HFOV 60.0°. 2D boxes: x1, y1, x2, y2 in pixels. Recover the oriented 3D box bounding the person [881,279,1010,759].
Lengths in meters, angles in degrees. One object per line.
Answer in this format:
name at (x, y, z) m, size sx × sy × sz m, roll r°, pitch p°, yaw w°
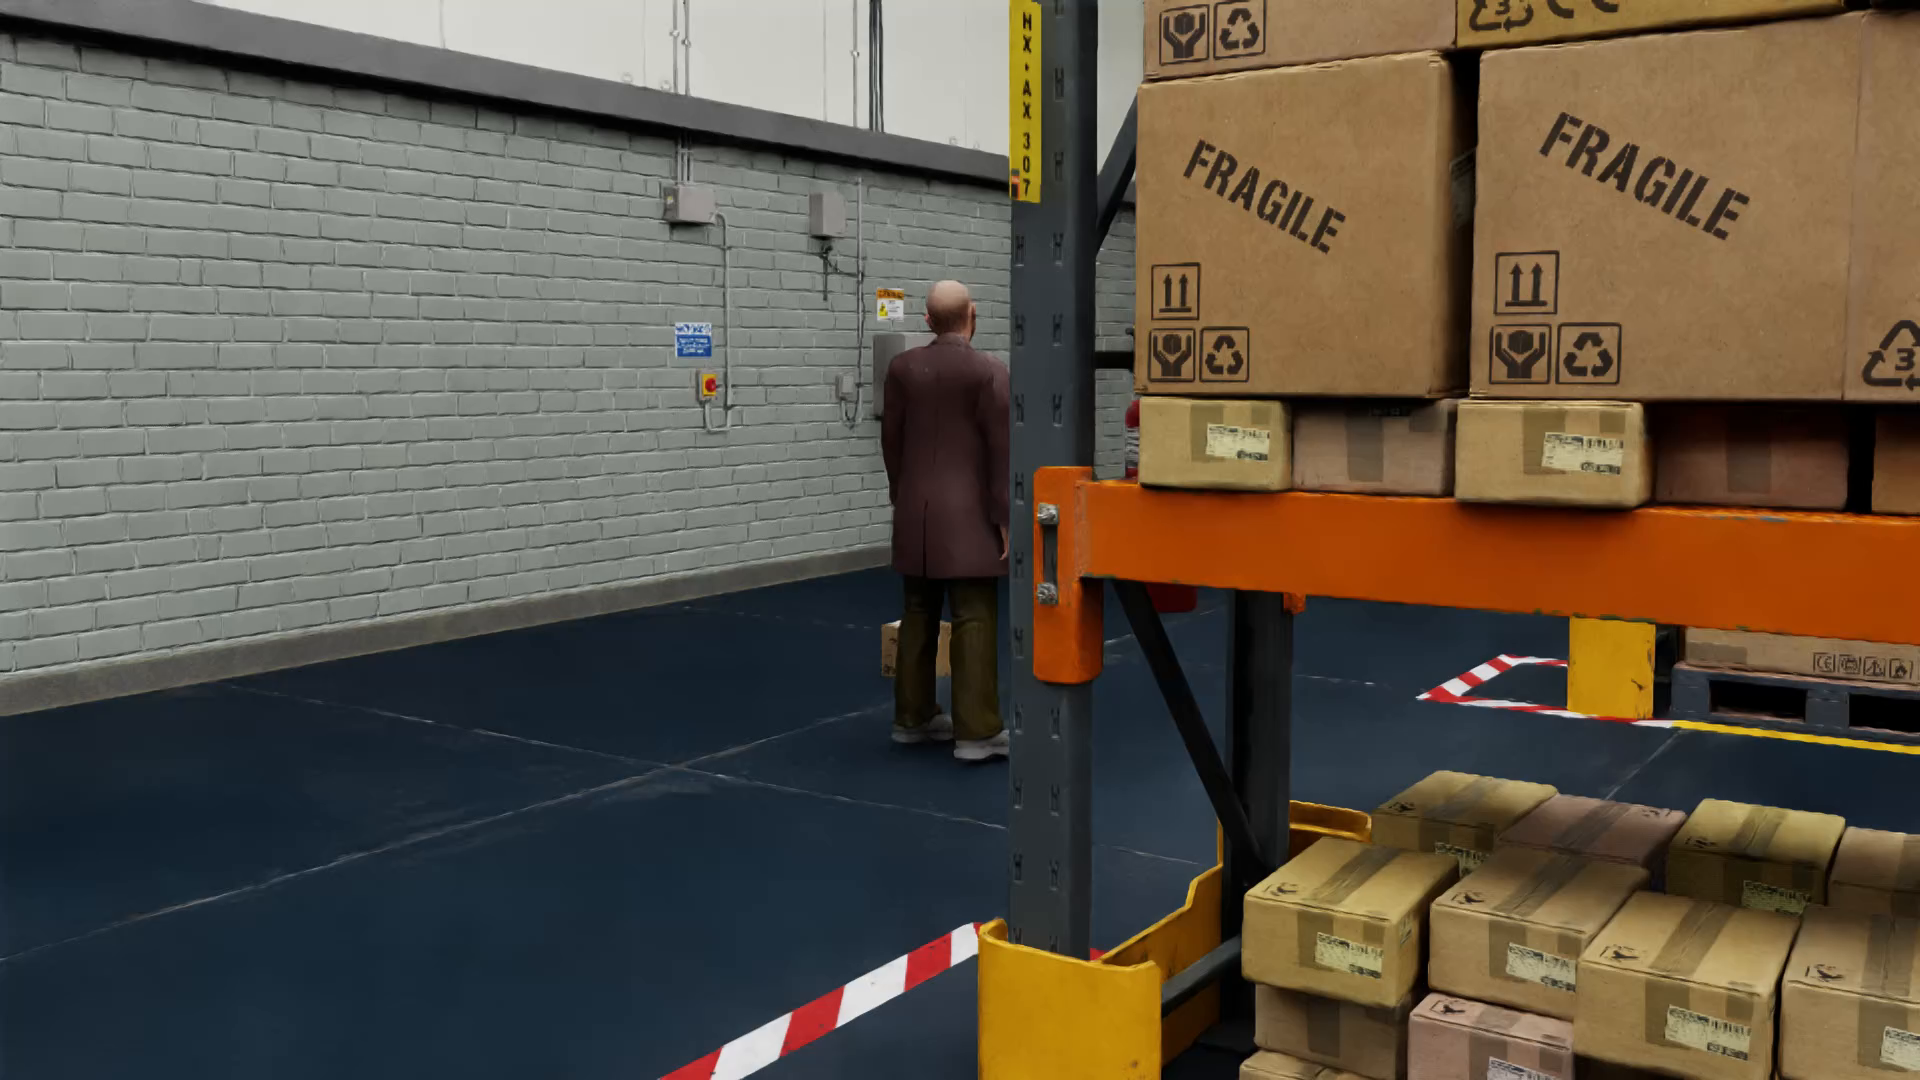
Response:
person at (-0.017, -0.087, 6.331) m, size 0.619 × 1.787 × 0.425 m, roll 4°, pitch 7°, yaw 32°
